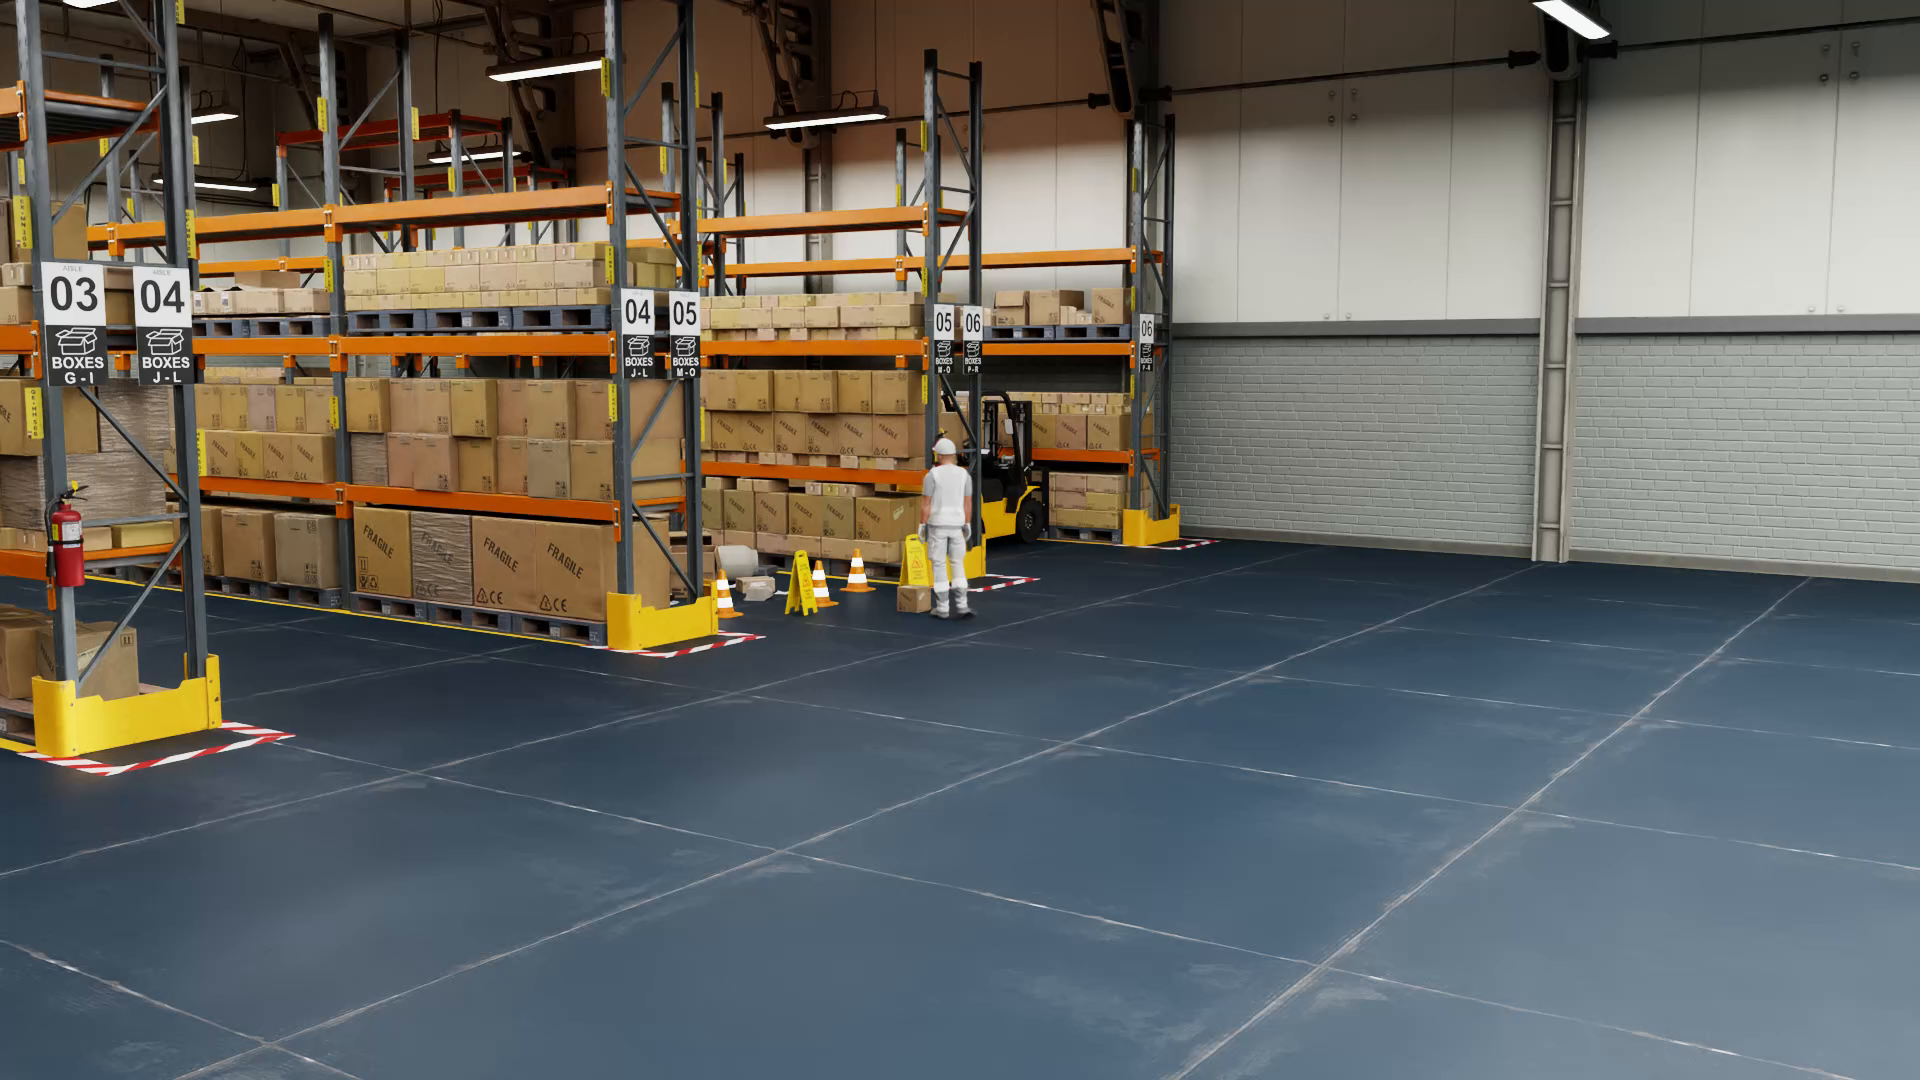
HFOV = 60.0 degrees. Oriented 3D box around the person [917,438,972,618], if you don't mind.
[{"bbox_3d":[-0.134,-0.119,16.701,0.608,1.800,0.338,-3,7,-25],"label":"person"}]
